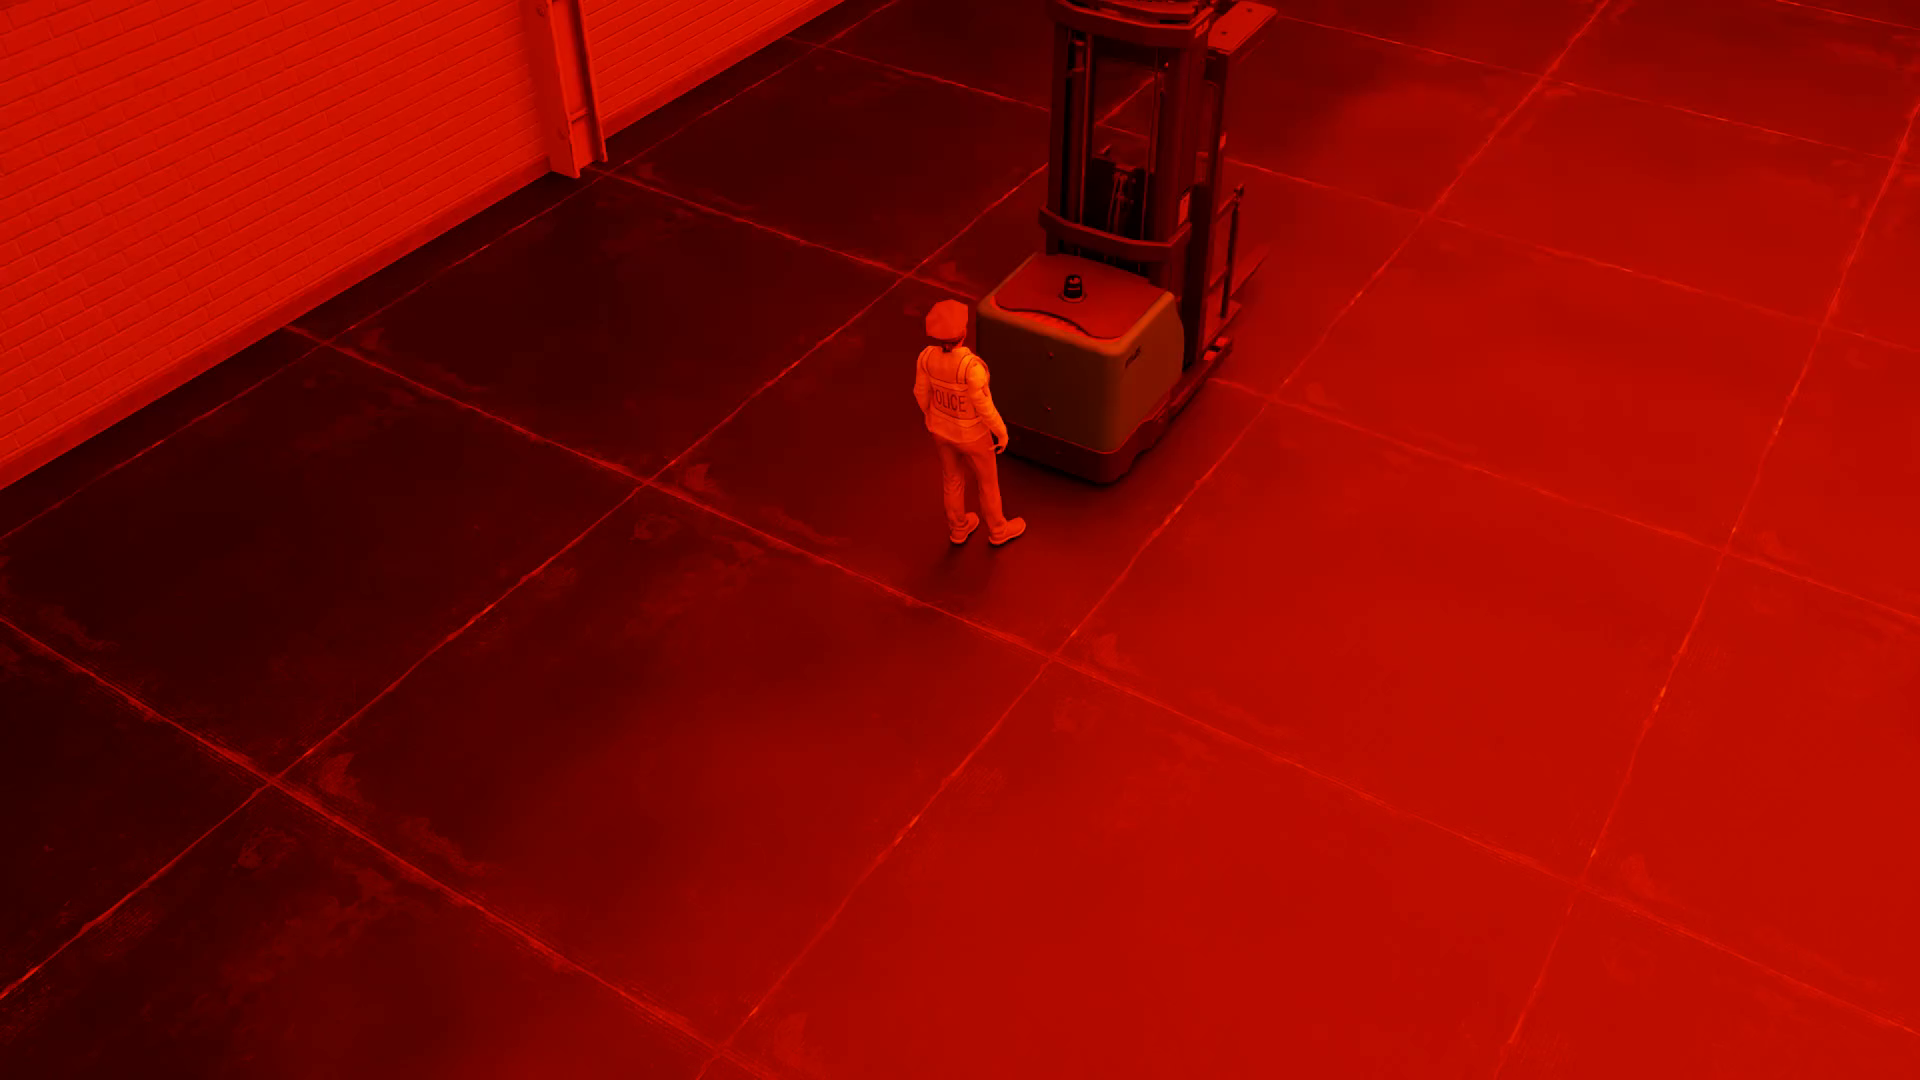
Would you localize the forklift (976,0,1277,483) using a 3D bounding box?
[{"bbox_3d":[1.268,-2.411,10.812,1.130,2.935,3.031,21,45,23],"label":"forklift"}]

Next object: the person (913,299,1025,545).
[{"bbox_3d":[0.042,-0.687,9.723,0.587,1.695,0.531,22,45,24],"label":"person"}]
